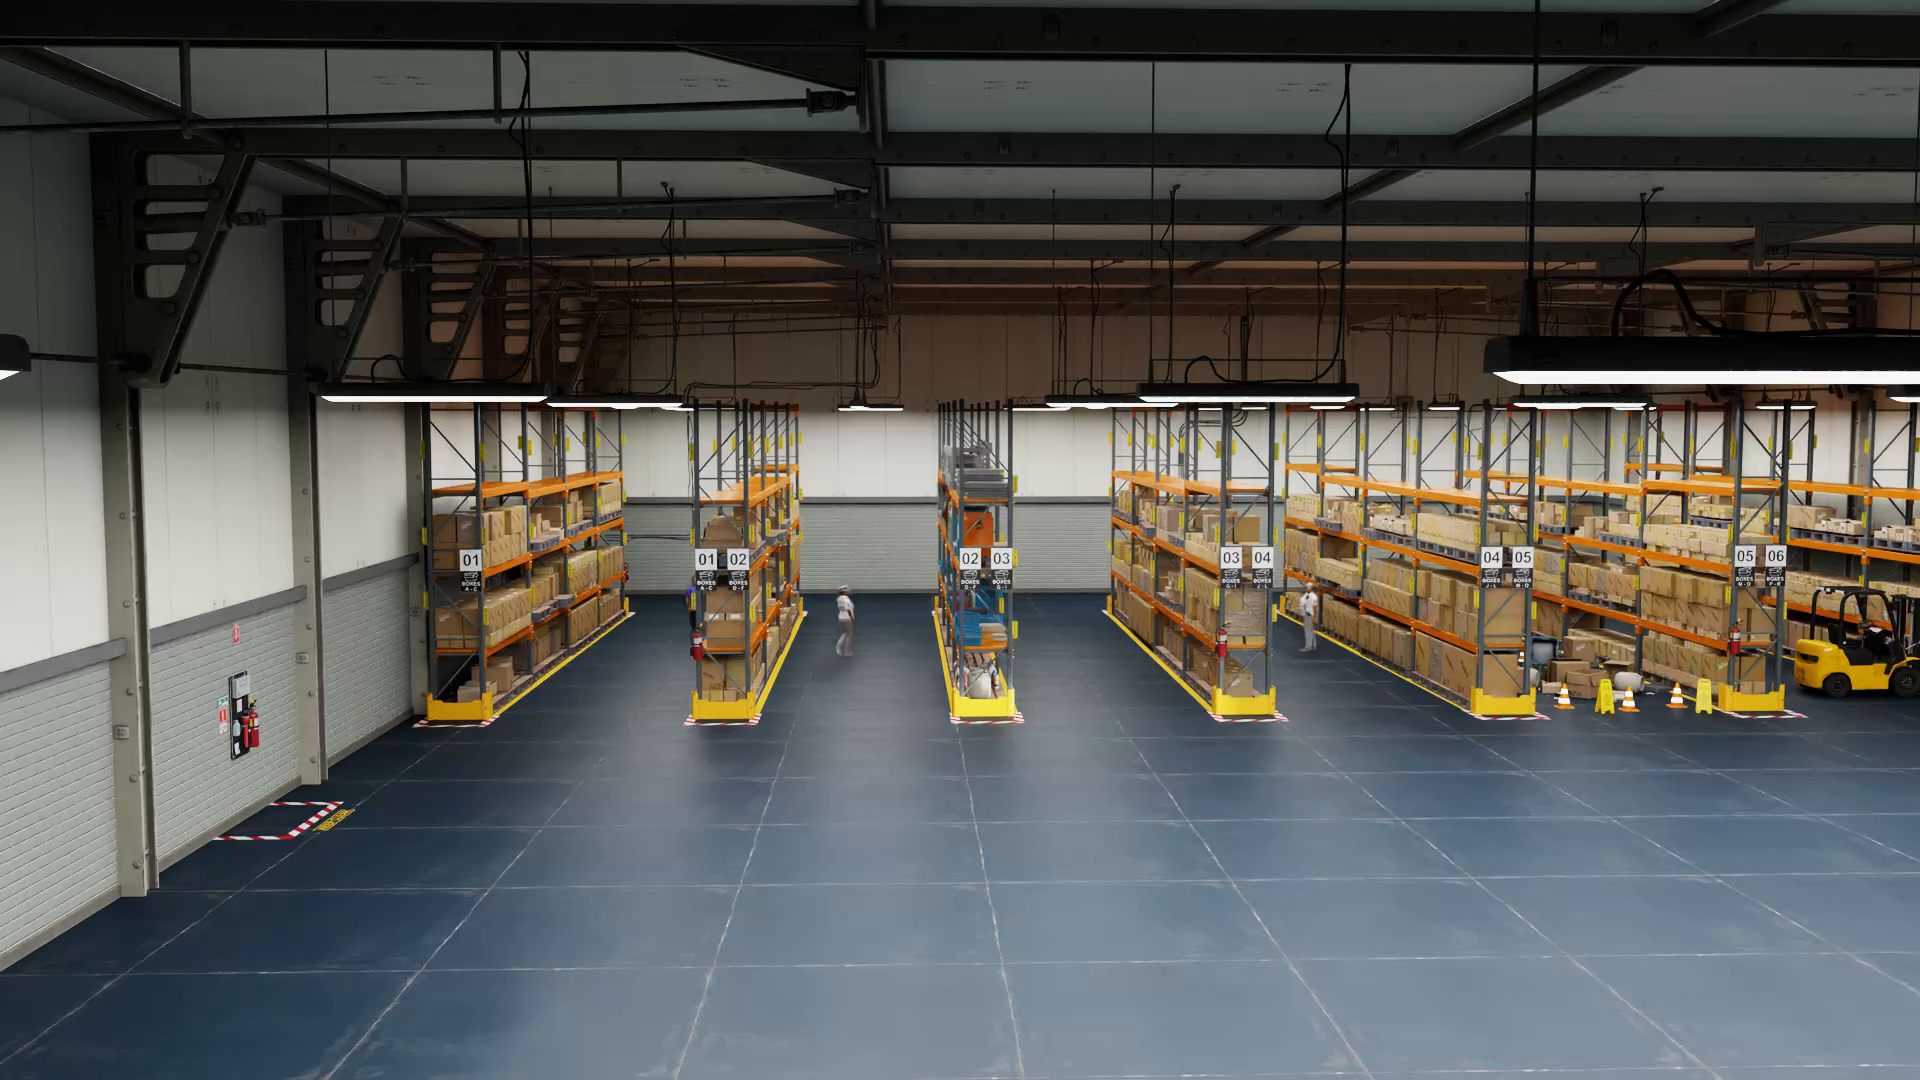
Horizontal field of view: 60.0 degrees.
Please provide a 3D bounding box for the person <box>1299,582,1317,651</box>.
[{"bbox_3d":[8.398,1.849,40.135,0.456,1.664,0.517,0,4,3],"label":"person"}]

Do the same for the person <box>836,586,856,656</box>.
[{"bbox_3d":[-2.666,1.894,39.078,0.461,1.668,0.485,-4,6,-42],"label":"person"}]

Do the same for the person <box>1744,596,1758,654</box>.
[{"bbox_3d":[18.308,1.976,38.575,0.559,1.675,0.738,-1,5,-16],"label":"person"}]

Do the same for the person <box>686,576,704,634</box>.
[{"bbox_3d":[-6.724,1.715,42.185,0.407,1.611,0.928,0,4,3],"label":"person"}]
